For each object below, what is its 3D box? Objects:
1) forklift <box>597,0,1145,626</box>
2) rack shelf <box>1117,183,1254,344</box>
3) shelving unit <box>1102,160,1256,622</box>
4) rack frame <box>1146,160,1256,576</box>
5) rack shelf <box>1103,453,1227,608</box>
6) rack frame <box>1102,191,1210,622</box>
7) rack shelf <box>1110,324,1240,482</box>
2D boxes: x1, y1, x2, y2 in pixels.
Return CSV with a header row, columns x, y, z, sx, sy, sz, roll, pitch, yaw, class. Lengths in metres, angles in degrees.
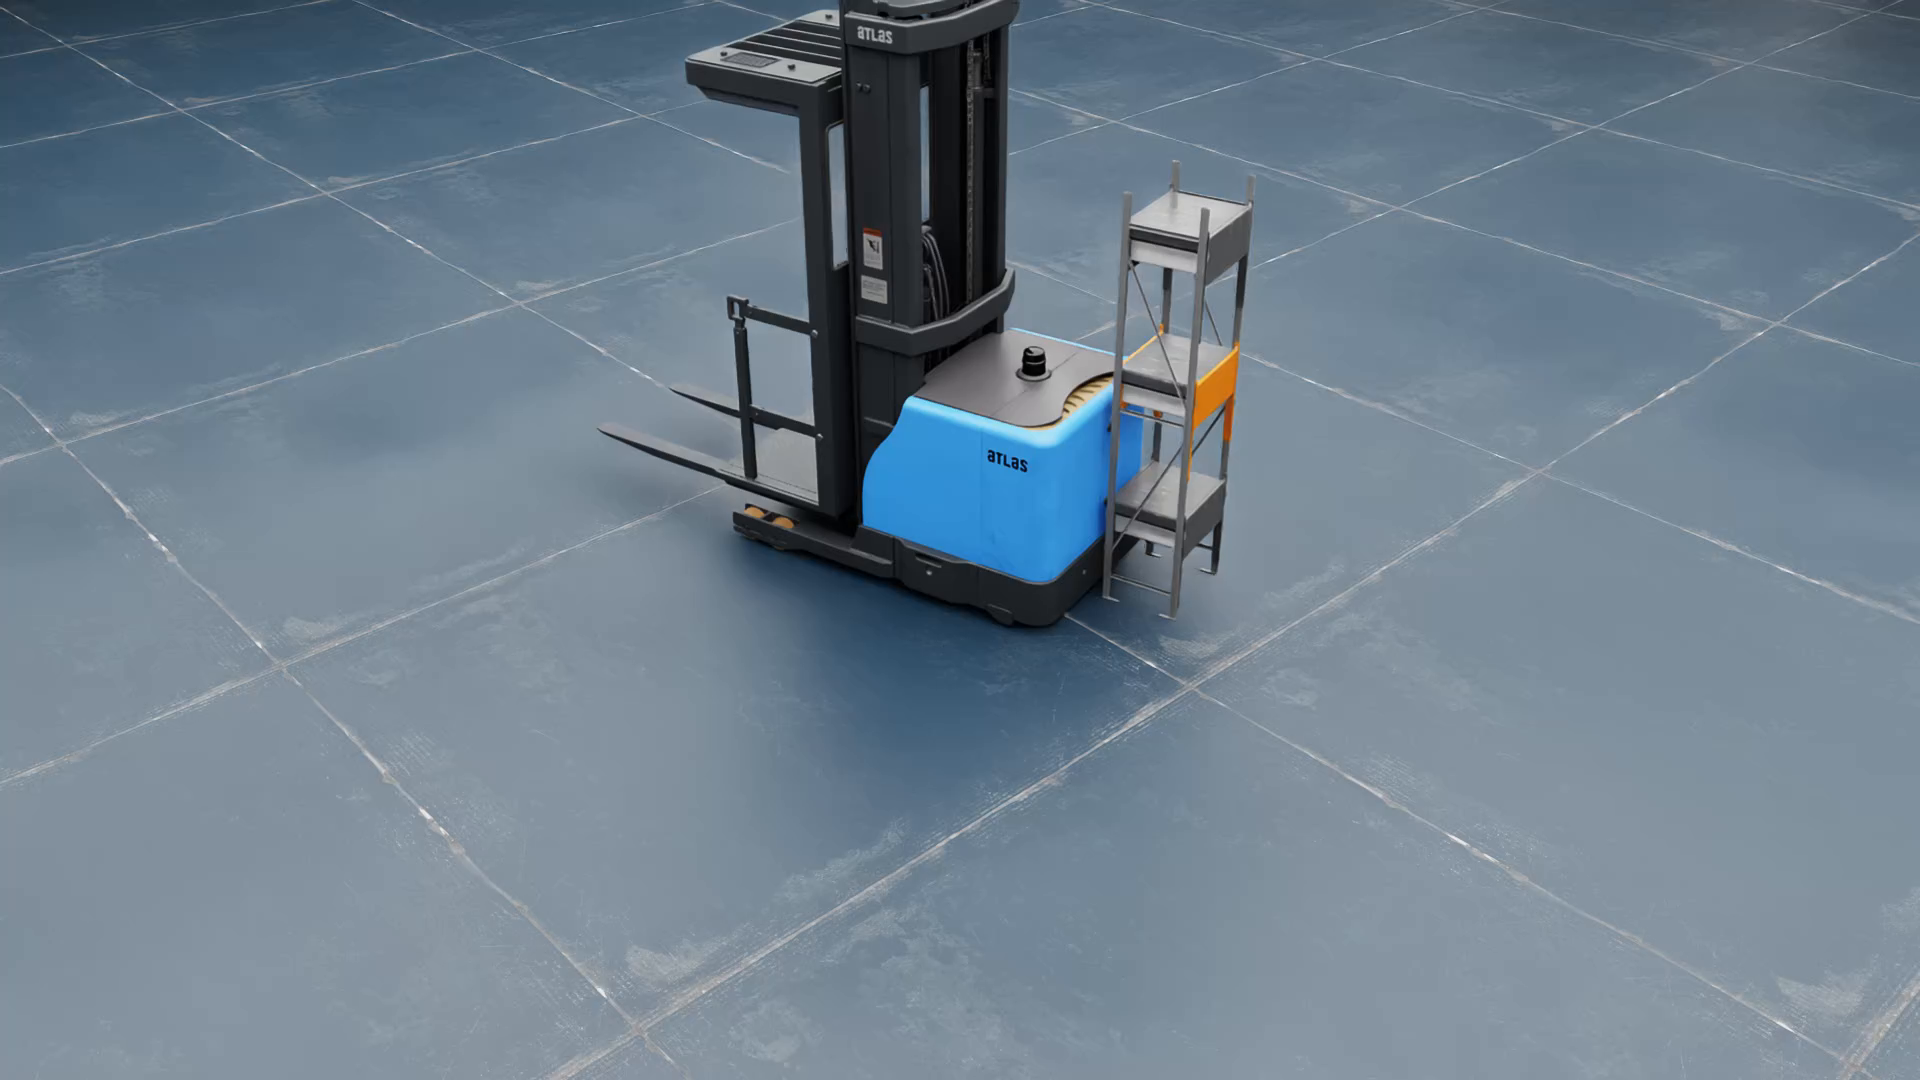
x,y,z,sx,sy,sz,roll,pitch,yaw,class
-0.589,-1.412,8.250,3.031,2.935,1.130,18,36,27,forklift
1.009,-1.248,7.463,0.431,0.518,0.480,18,36,27,rack shelf
1.009,-0.662,7.821,0.431,2.100,0.503,18,36,27,shelving unit
1.137,-0.771,7.998,0.400,2.100,0.015,18,36,27,rack frame
1.009,-0.054,8.193,0.431,0.518,0.480,18,36,27,rack shelf
0.881,-0.554,7.643,0.400,2.100,0.015,18,36,27,rack frame
1.009,-0.651,7.828,0.431,0.518,0.480,18,36,27,rack shelf
